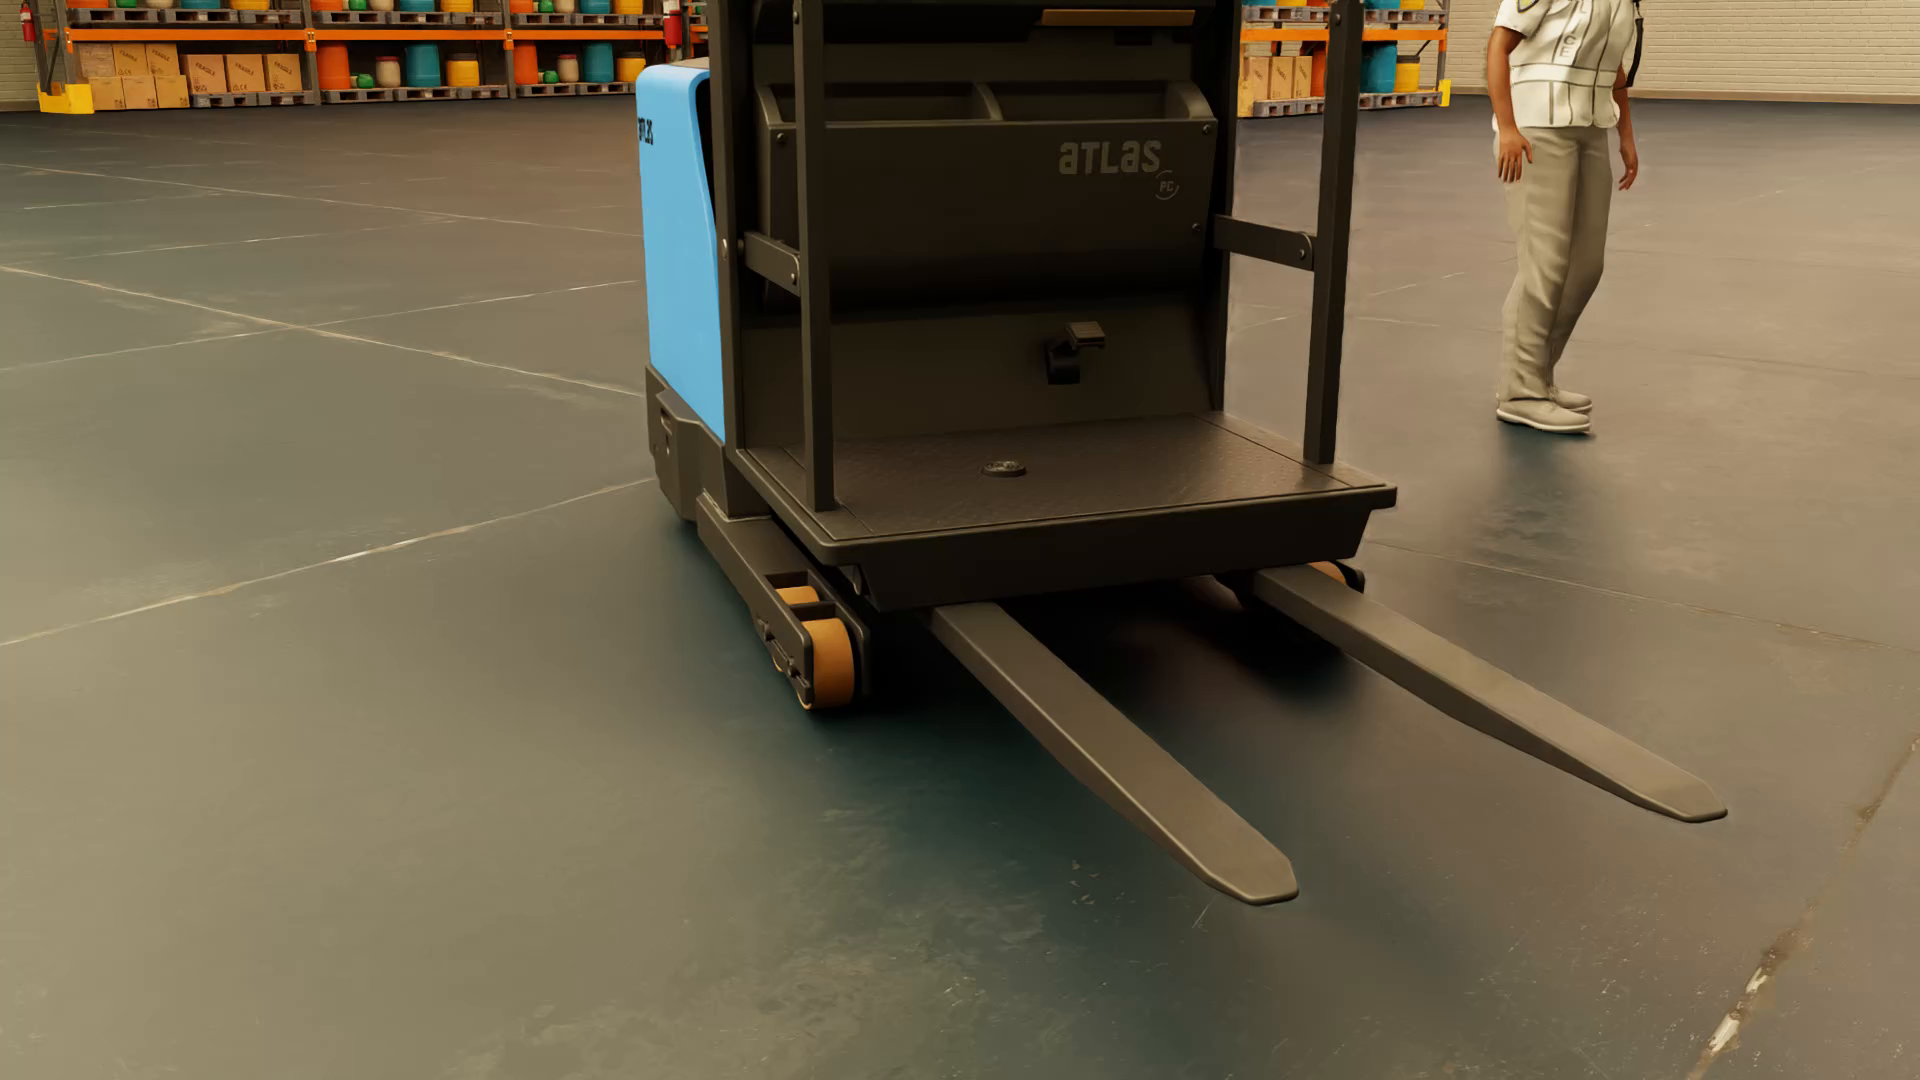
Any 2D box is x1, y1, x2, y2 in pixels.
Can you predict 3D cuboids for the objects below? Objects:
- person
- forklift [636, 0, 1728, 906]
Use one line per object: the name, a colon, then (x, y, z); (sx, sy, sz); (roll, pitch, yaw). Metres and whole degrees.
person: (1.842, -1.180, 4.989); (0.627, 1.654, 0.457); (-13, 21, -36)
forklift: (0.134, -1.233, 2.958); (1.130, 2.935, 3.031); (-6, 18, -19)
